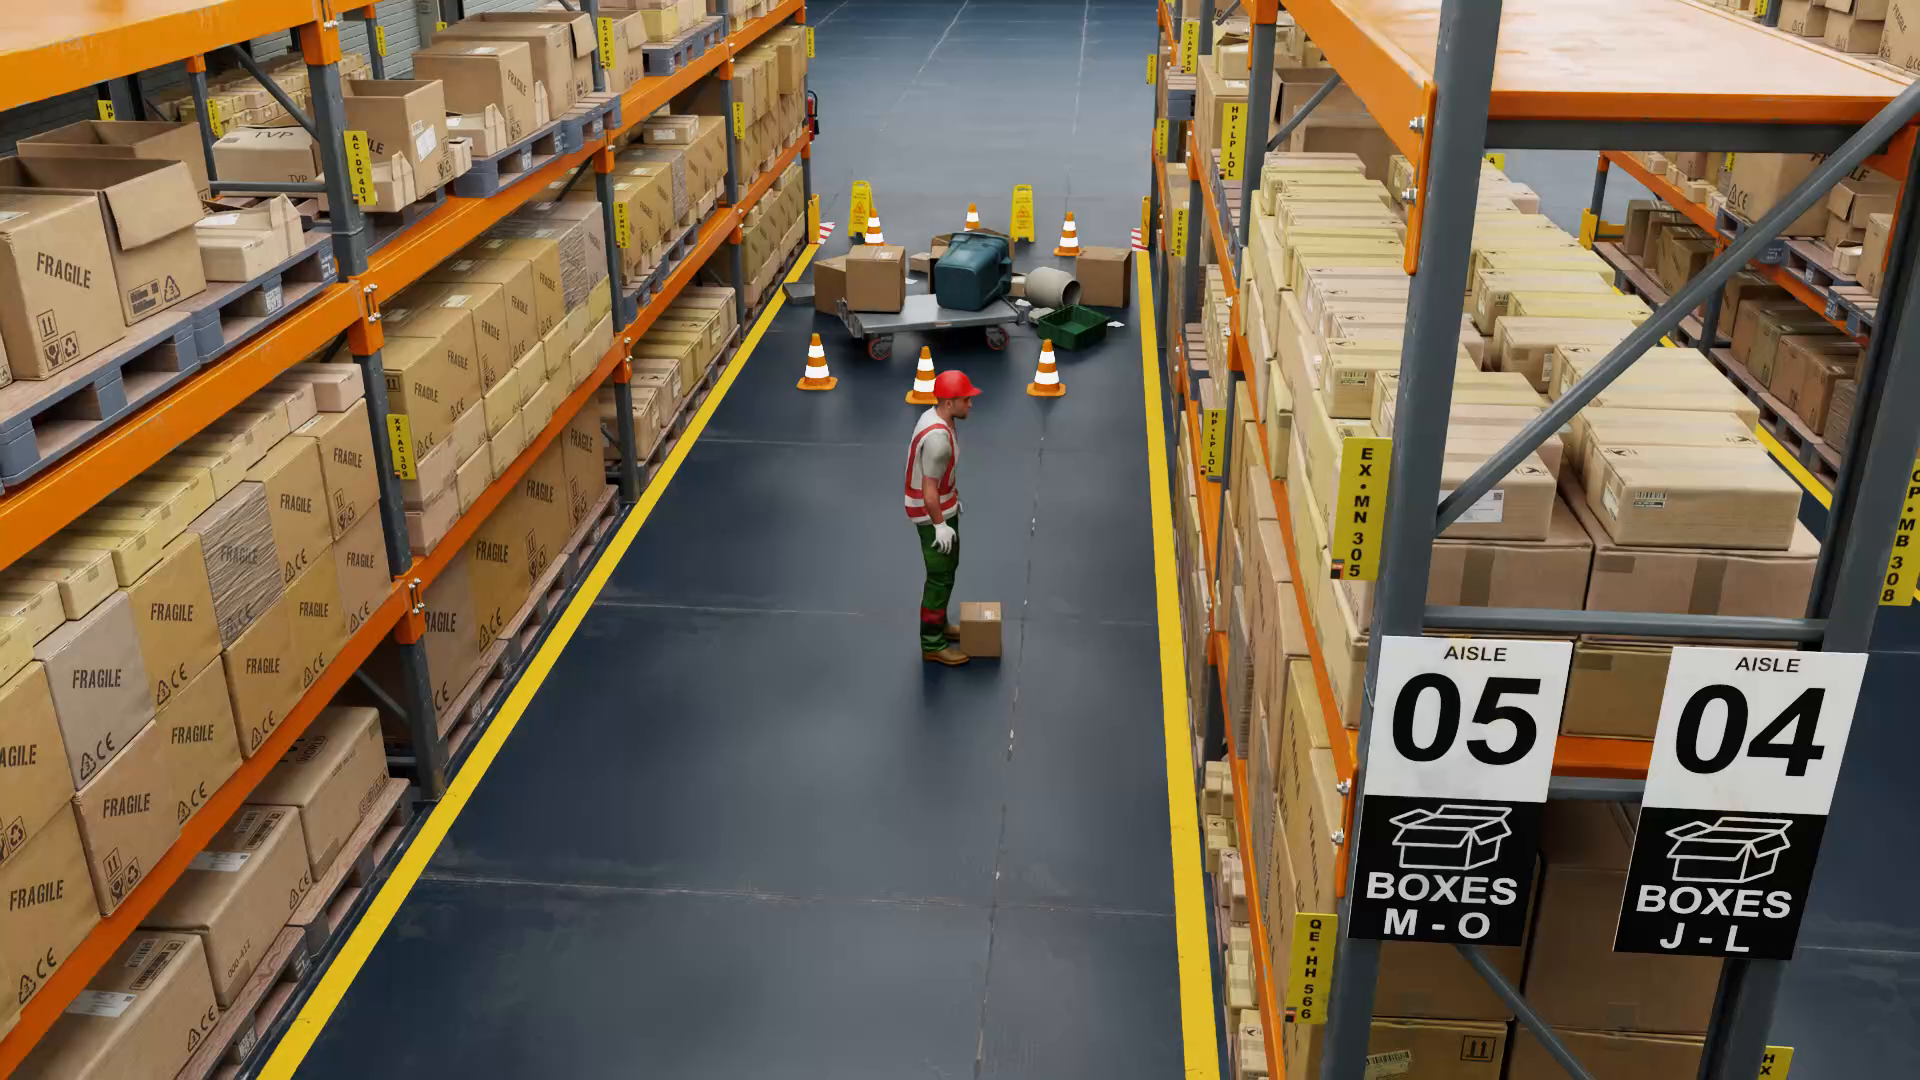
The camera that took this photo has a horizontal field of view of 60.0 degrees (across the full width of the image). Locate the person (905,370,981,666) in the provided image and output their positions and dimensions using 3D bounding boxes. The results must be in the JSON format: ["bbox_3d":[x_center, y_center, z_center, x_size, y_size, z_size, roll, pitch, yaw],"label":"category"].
[{"bbox_3d":[-0.102,-0.154,9.926,0.449,1.780,0.607,2,24,4],"label":"person"}]
